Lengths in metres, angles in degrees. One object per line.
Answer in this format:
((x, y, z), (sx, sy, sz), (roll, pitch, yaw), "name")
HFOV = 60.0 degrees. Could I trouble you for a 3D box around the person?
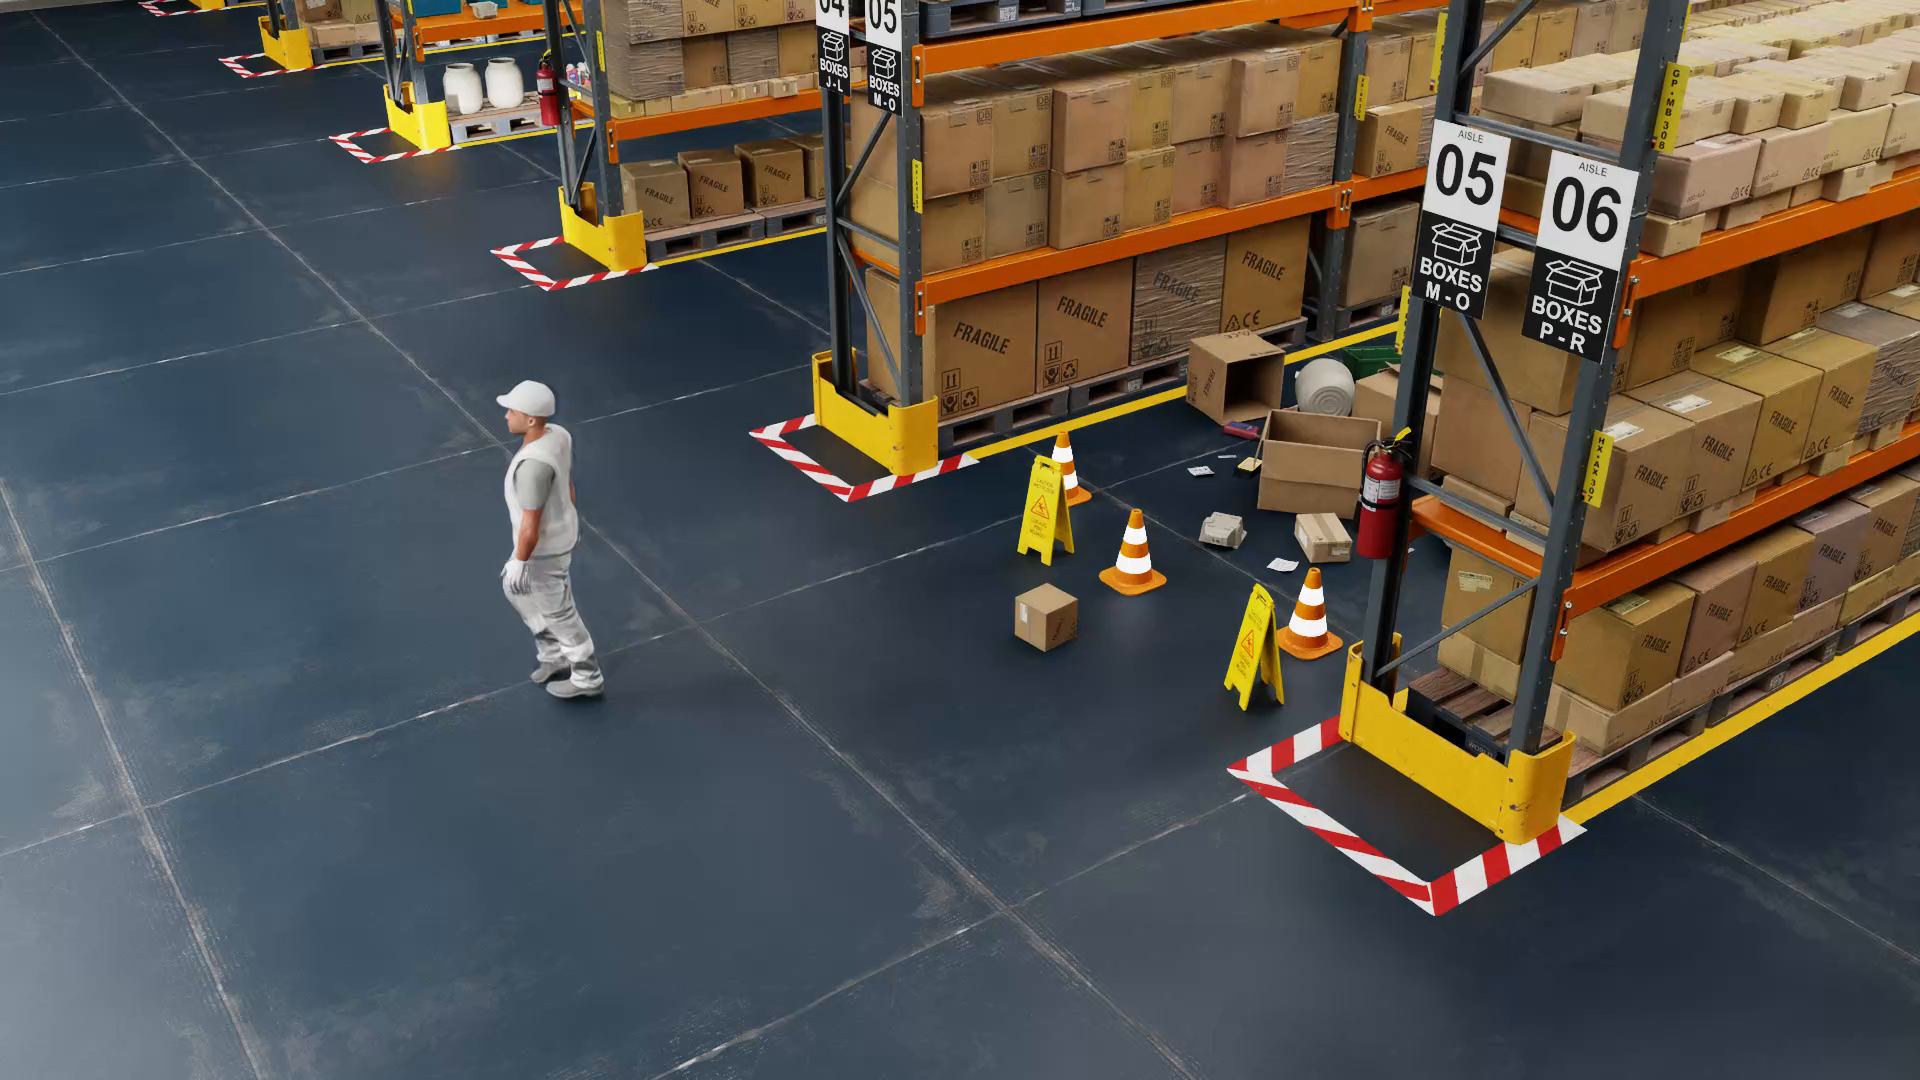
((-2.154, 0.041, 8.517), (0.504, 1.825, 0.586), (-1, 28, -3), "person")
